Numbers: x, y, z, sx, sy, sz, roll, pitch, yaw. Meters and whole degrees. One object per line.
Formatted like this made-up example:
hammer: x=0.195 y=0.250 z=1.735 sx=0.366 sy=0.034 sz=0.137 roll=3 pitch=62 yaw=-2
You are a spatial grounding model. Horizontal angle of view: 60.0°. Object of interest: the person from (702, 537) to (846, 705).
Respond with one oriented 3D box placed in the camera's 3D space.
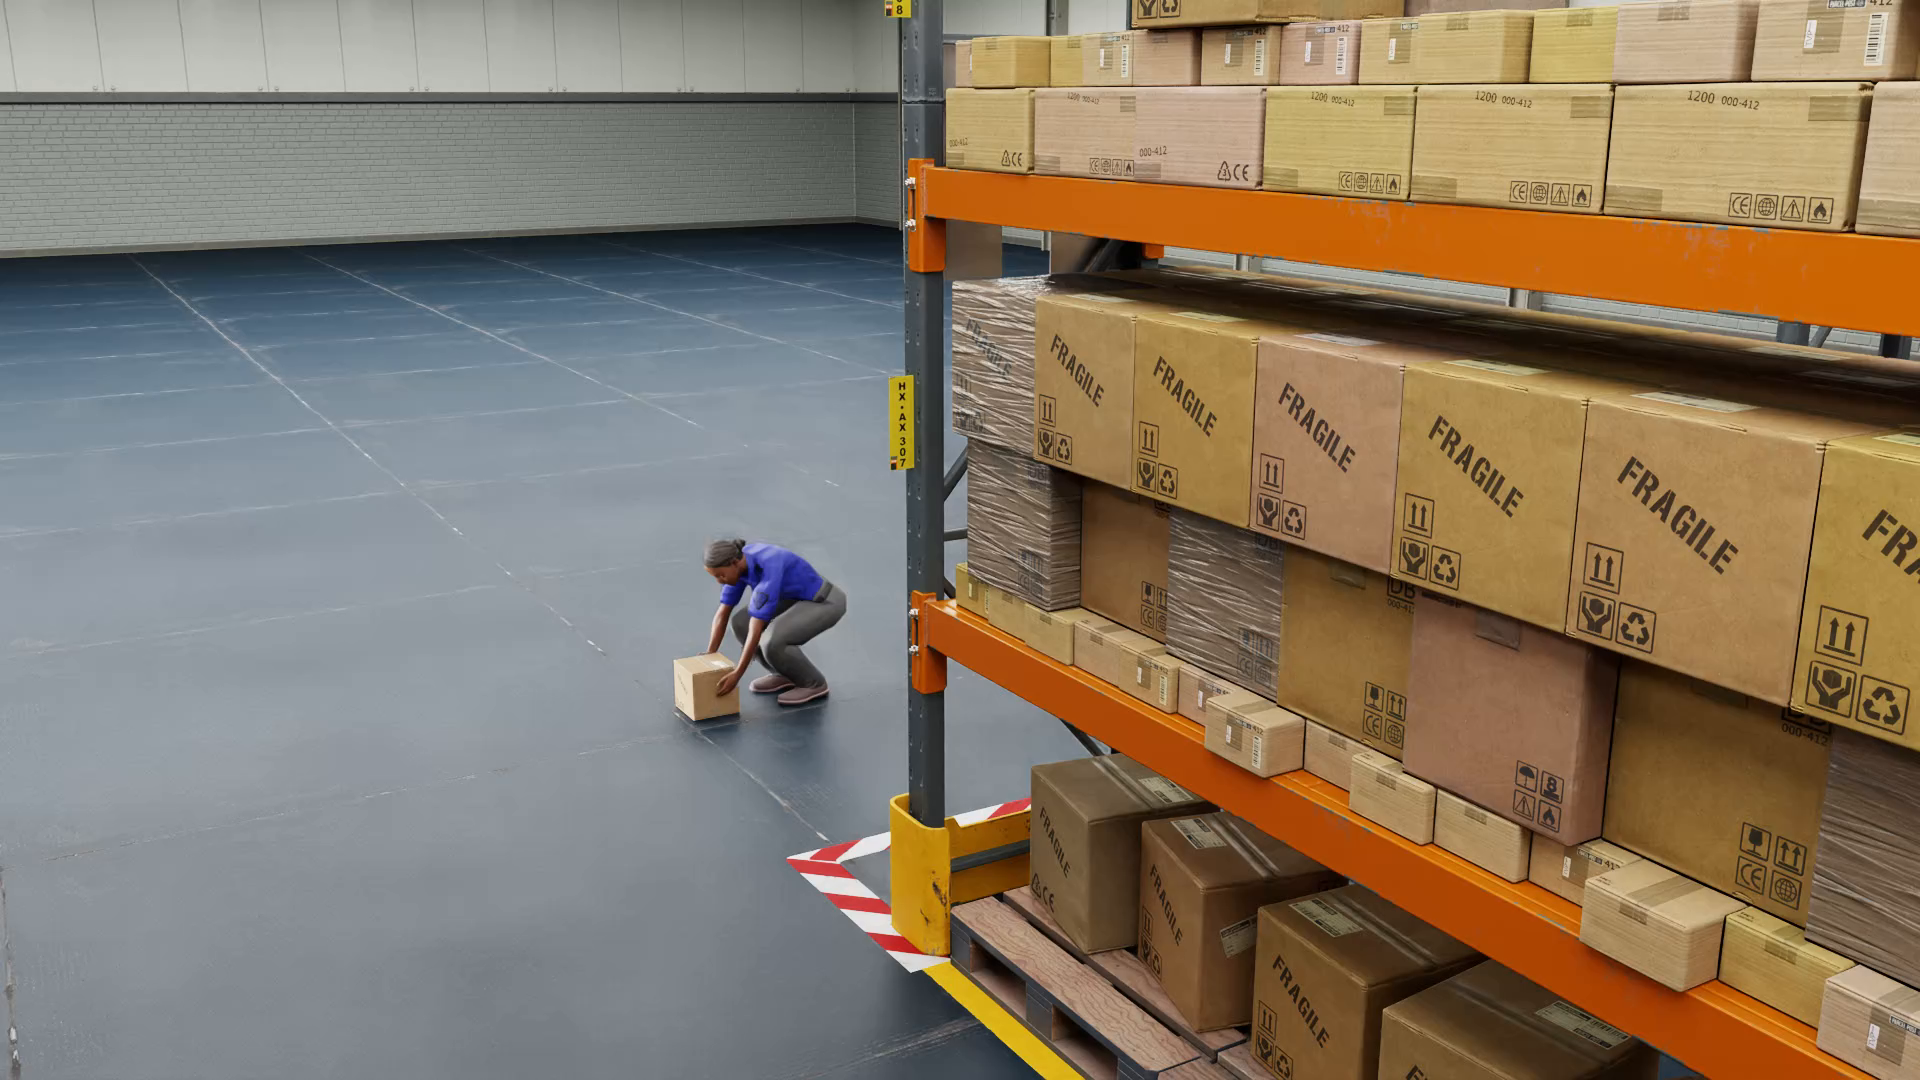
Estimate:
person: x=-0.962 y=0.387 z=8.539 sx=0.805 sy=0.911 sz=0.475 roll=-9 pitch=17 yaw=-30
